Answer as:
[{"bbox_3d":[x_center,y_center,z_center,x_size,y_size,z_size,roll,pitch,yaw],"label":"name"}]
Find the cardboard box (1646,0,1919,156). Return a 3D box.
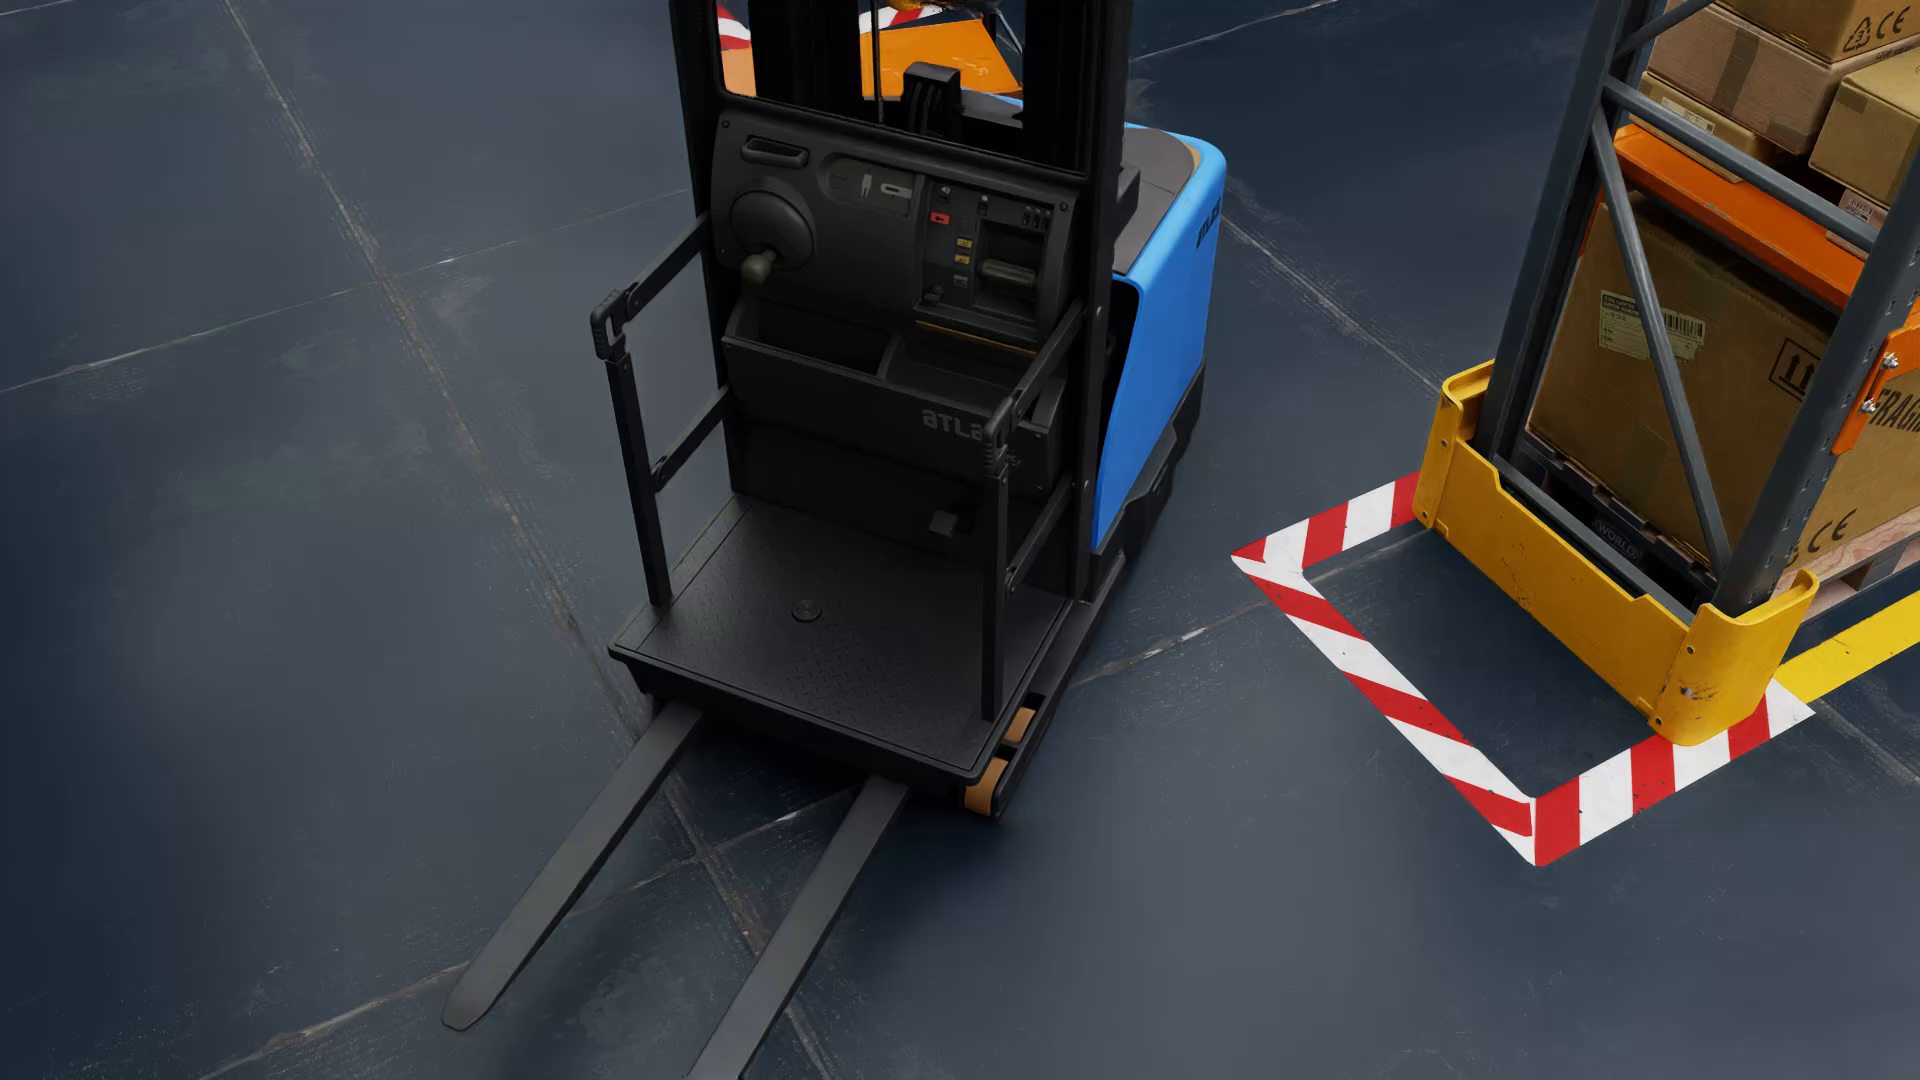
[{"bbox_3d":[2.177,-1.283,4.313,0.500,0.250,0.500,-23,48,-22],"label":"cardboard box"}]

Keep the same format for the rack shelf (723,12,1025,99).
[{"bbox_3d":[-0.326,-1.446,5.512,1.000,0.278,0.538,-11,45,-11],"label":"rack shelf"}]

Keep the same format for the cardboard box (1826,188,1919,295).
[{"bbox_3d":[2.361,-0.736,4.035,0.250,0.149,0.380,-21,48,-21],"label":"cardboard box"}]

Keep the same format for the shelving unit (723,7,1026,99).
[{"bbox_3d":[-0.326,-1.236,5.716,1.048,1.125,0.538,-11,45,-11],"label":"shelving unit"}]

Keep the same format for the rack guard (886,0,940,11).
[{"bbox_3d":[-0.429,-3.061,8.046,0.348,0.500,1.175,-22,48,-21],"label":"rack guard"}]

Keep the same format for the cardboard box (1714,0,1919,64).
[{"bbox_3d":[2.180,-1.552,4.051,0.500,0.500,0.500,-21,48,-20],"label":"cardboard box"}]

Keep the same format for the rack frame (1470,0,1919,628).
[{"bbox_3d":[1.889,-0.902,4.026,0.127,3.000,1.000,-22,48,-21],"label":"rack frame"}]

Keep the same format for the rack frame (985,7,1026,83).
[{"bbox_3d":[0.165,-1.327,5.810,0.032,1.125,0.500,-11,45,-11],"label":"rack frame"}]

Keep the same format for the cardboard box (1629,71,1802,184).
[{"bbox_3d":[2.034,-1.134,4.445,0.250,0.149,0.380,-21,48,-20],"label":"cardboard box"}]

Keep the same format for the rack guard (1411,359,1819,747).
[{"bbox_3d":[1.868,0.003,4.888,0.348,0.500,1.175,-22,48,-21],"label":"rack guard"}]

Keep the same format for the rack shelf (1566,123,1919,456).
[{"bbox_3d":[3.623,-1.338,4.991,4.000,0.370,1.077,-22,48,-21],"label":"rack shelf"}]

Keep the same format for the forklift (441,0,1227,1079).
[{"bbox_3d":[-0.261,-0.657,3.822,1.130,2.935,3.031,17,47,17],"label":"forklift"}]

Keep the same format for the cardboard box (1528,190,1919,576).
[{"bbox_3d":[2.404,-0.561,4.898,0.875,0.875,0.875,-22,48,-21],"label":"cardboard box"}]

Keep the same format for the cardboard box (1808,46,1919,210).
[{"bbox_3d":[2.440,-0.958,3.978,0.500,0.250,0.500,-23,49,-22],"label":"cardboard box"}]

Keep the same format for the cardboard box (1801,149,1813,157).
[{"bbox_3d":[2.258,-1.225,4.539,0.250,0.149,0.380,-21,48,-21],"label":"cardboard box"}]

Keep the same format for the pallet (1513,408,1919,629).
[{"bbox_3d":[2.543,-0.226,5.331,1.213,0.211,1.003,-22,48,-21],"label":"pallet"}]
